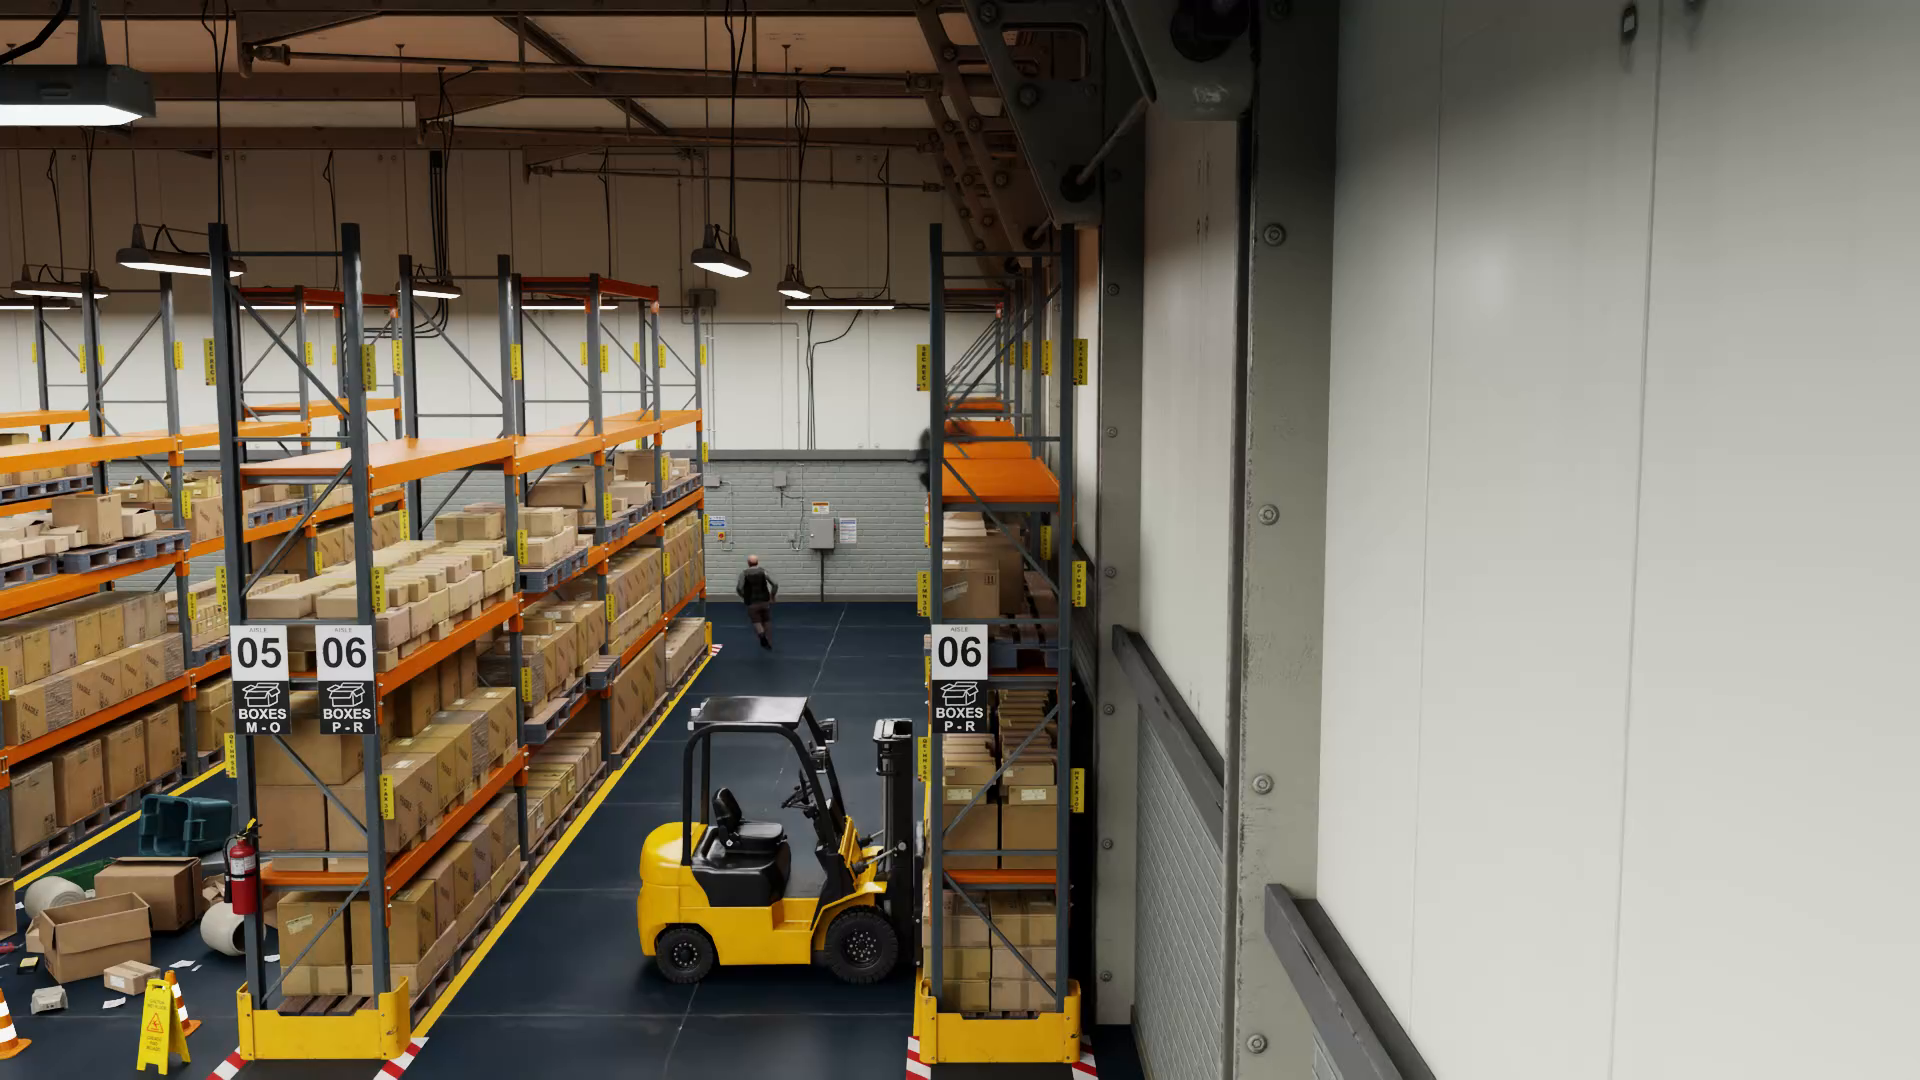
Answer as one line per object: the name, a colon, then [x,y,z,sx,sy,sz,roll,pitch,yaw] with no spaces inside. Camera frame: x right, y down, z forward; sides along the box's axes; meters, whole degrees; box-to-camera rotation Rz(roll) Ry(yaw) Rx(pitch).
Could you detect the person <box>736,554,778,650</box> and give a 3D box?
person: [-3.428,1.080,28.099,0.699,1.674,0.640,-2,7,-15]
